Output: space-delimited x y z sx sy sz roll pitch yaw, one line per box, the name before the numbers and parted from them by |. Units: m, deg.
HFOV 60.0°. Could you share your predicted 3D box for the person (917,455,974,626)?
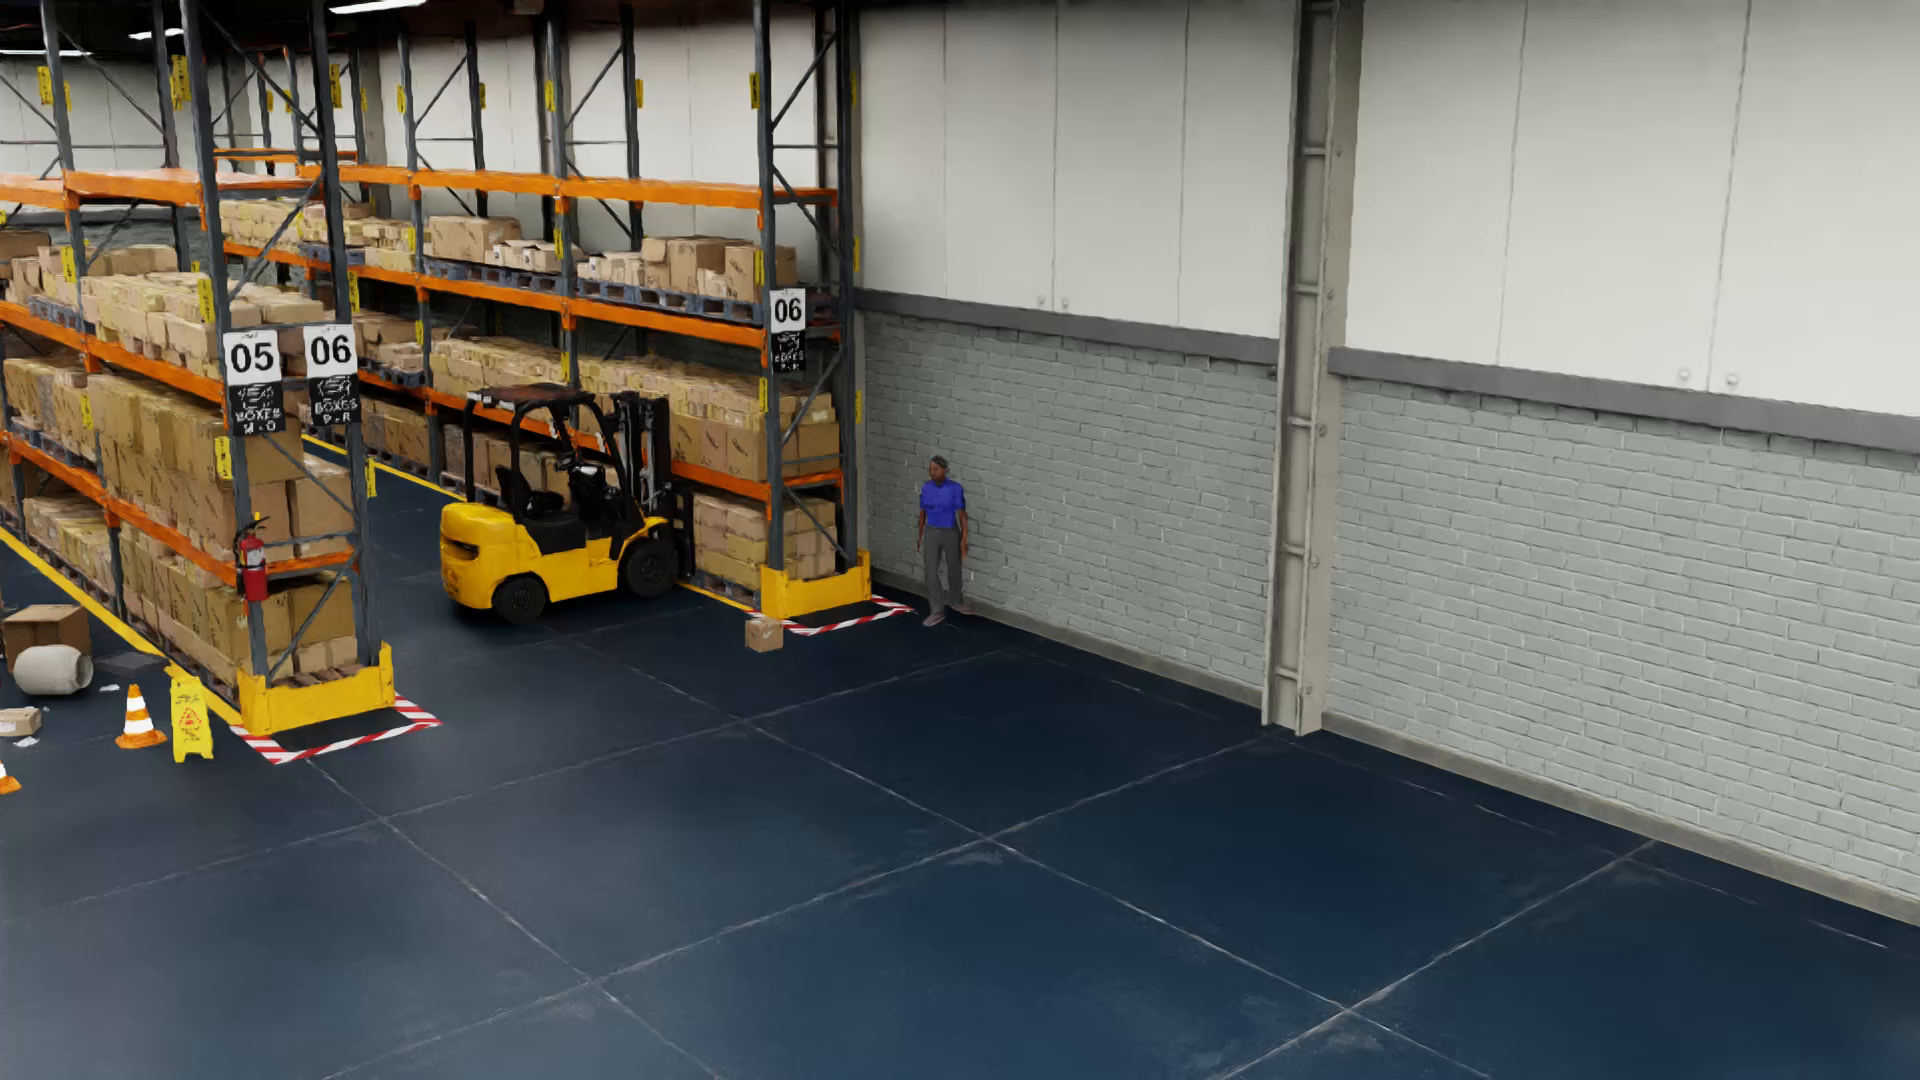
person | -0.161 -0.026 16.134 0.544 1.647 0.597 3 15 13
